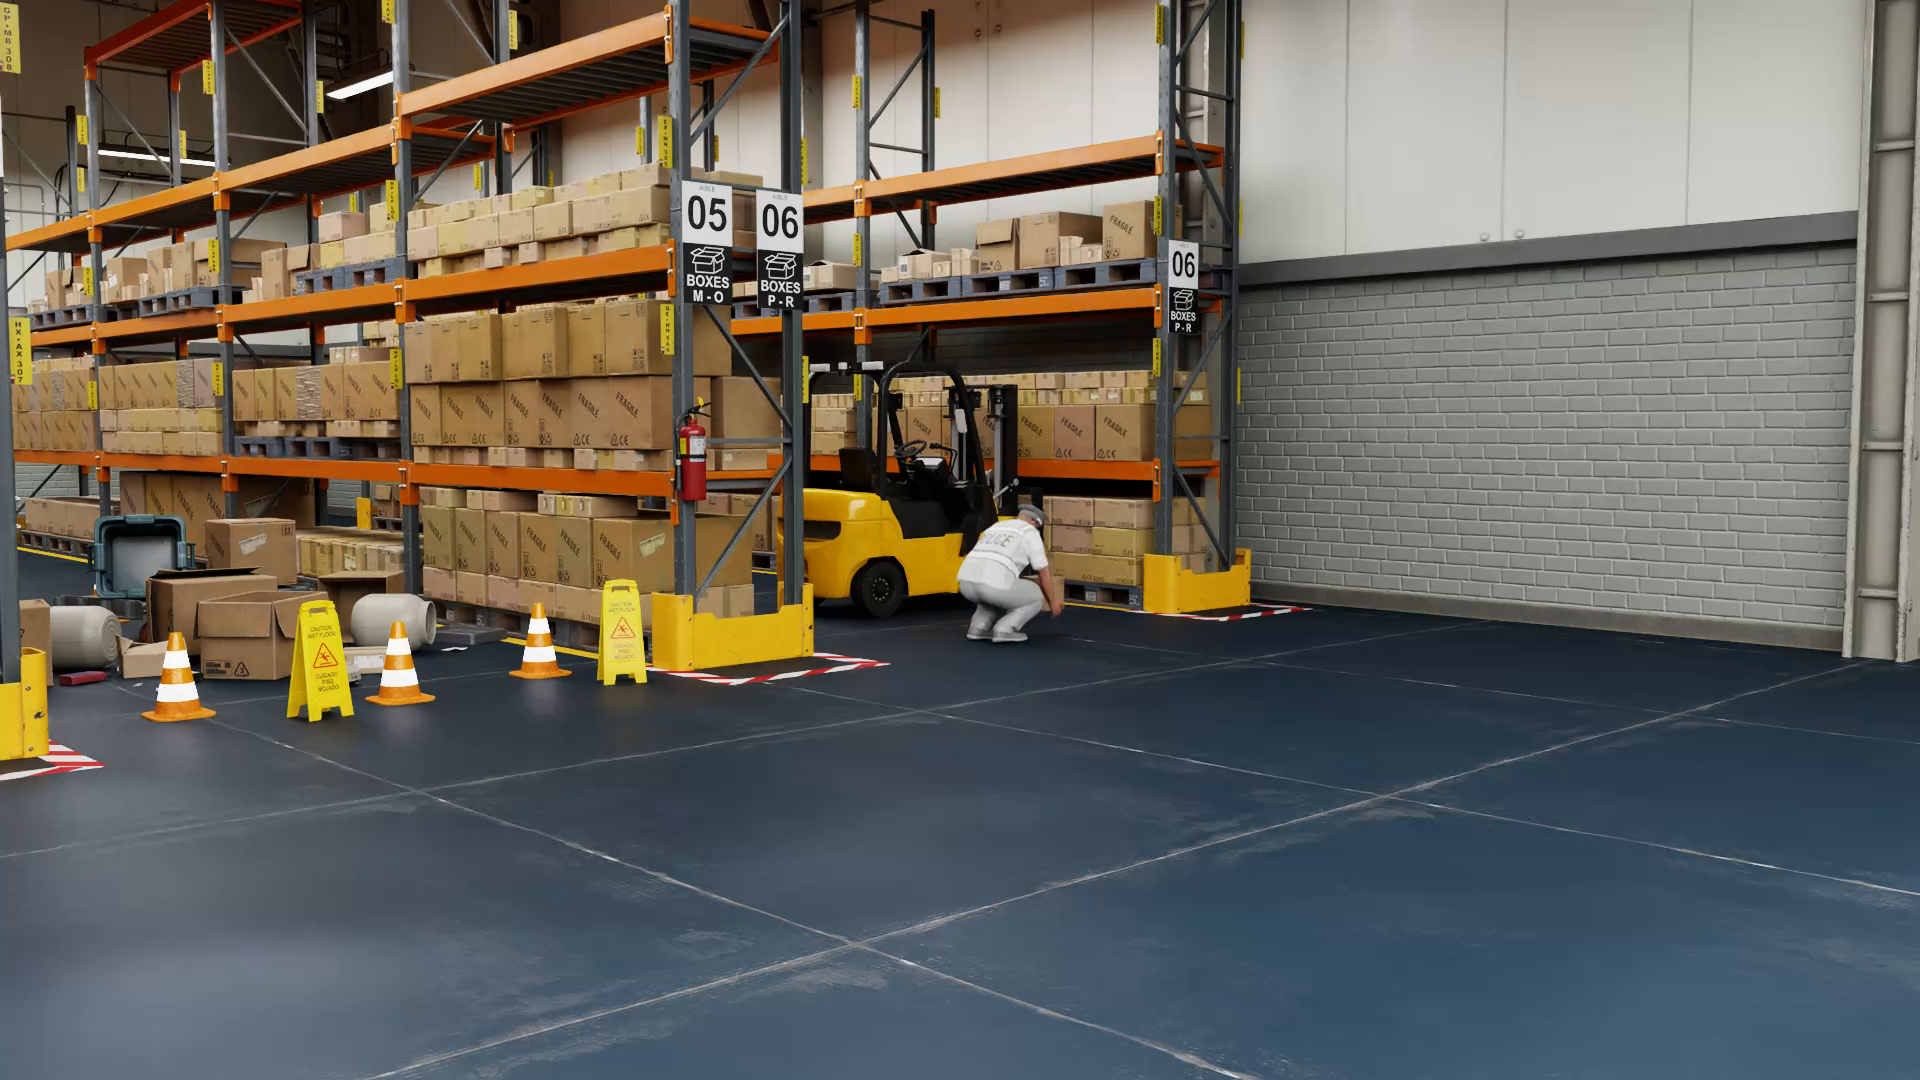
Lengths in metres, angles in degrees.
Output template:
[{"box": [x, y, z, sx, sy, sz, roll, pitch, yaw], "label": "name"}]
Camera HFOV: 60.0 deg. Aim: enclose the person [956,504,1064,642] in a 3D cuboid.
[{"box": [0.369, 0.249, 12.575, 0.916, 1.022, 0.538, -4, 5, -45], "label": "person"}]
